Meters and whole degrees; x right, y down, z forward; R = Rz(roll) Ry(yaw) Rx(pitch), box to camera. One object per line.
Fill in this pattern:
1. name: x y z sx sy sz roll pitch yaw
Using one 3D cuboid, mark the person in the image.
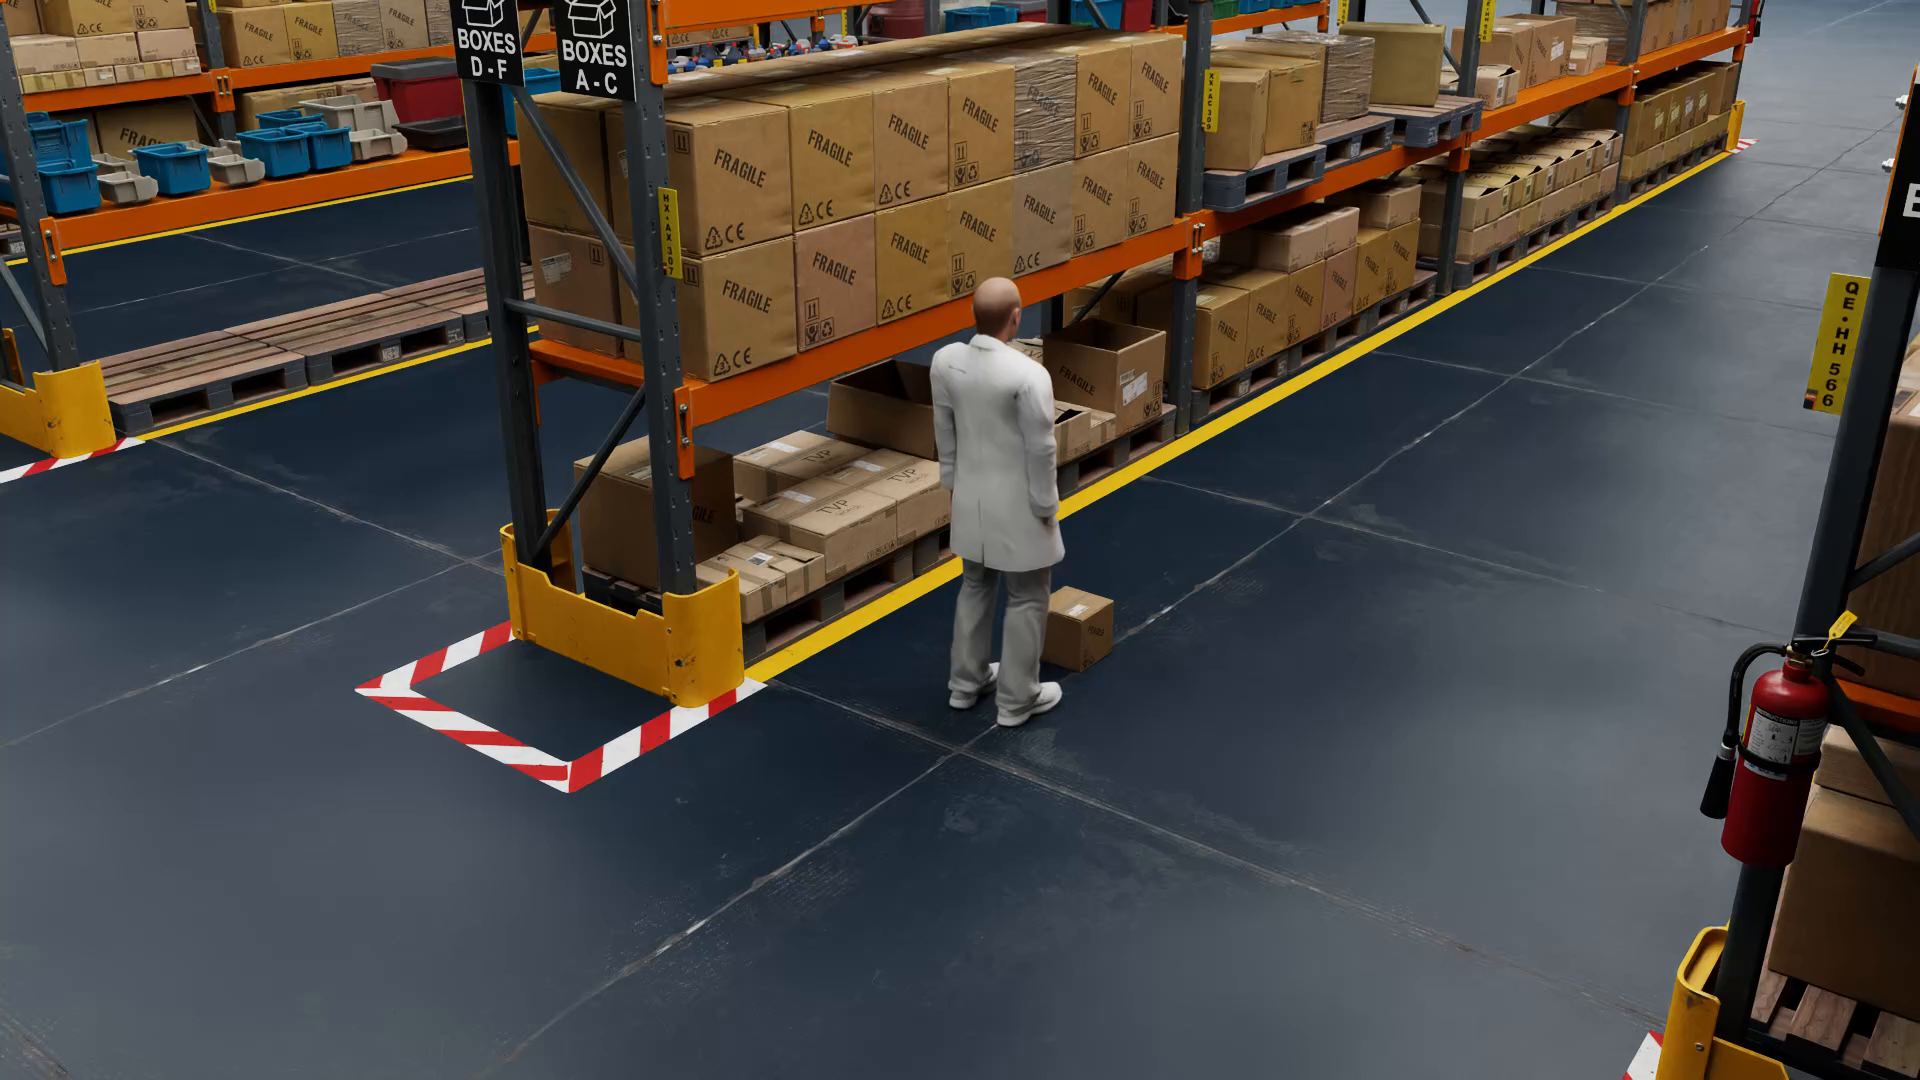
1. person: 0.156 -0.157 6.492 0.563 1.774 0.377 17 29 35
